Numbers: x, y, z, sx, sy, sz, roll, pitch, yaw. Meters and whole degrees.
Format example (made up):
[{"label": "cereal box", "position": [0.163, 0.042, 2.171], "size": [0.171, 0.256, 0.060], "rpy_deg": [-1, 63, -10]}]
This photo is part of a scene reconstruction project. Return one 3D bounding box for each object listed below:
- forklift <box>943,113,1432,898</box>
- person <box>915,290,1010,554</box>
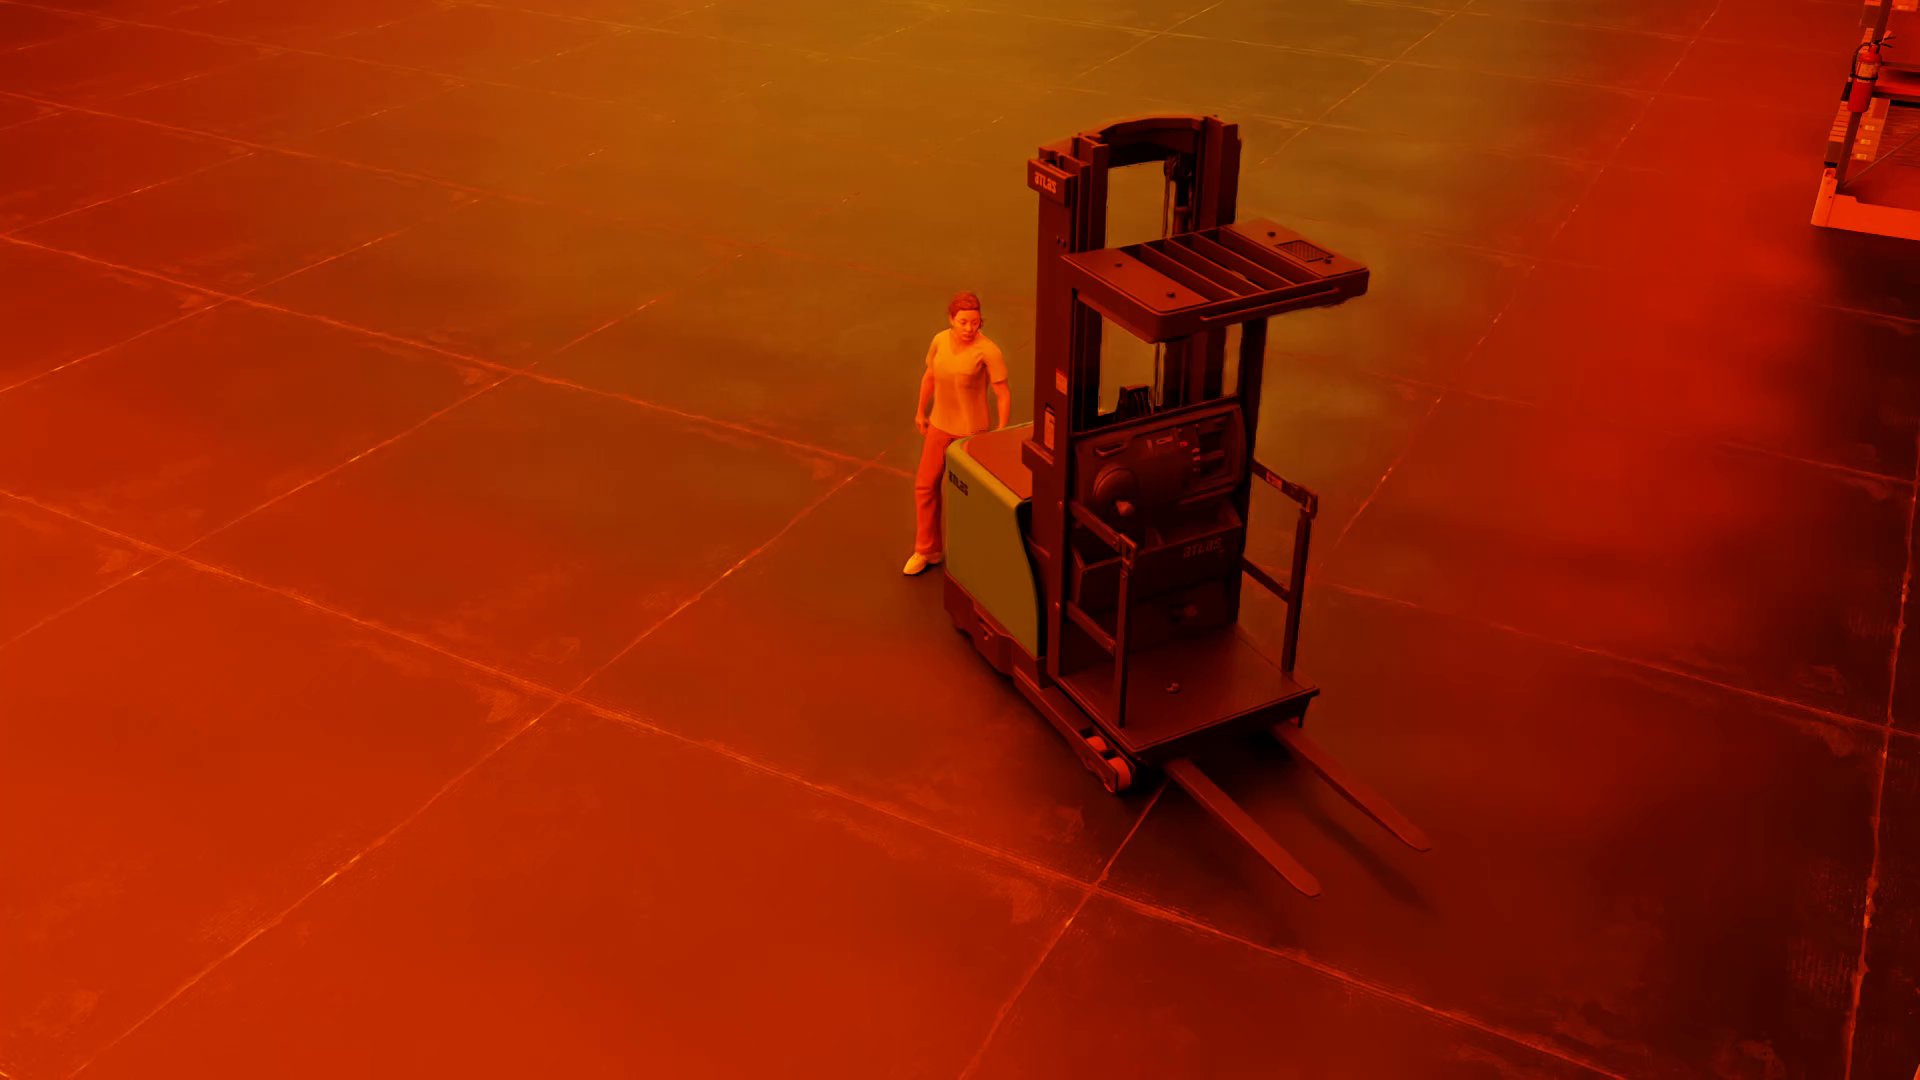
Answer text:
[{"label": "forklift", "position": [1.049, -0.326, 7.635], "size": [1.130, 2.935, 3.031], "rpy_deg": [-15, 33, -24]}, {"label": "person", "position": [0.003, -0.648, 9.417], "size": [0.618, 1.596, 0.504], "rpy_deg": [12, 32, 20]}]
